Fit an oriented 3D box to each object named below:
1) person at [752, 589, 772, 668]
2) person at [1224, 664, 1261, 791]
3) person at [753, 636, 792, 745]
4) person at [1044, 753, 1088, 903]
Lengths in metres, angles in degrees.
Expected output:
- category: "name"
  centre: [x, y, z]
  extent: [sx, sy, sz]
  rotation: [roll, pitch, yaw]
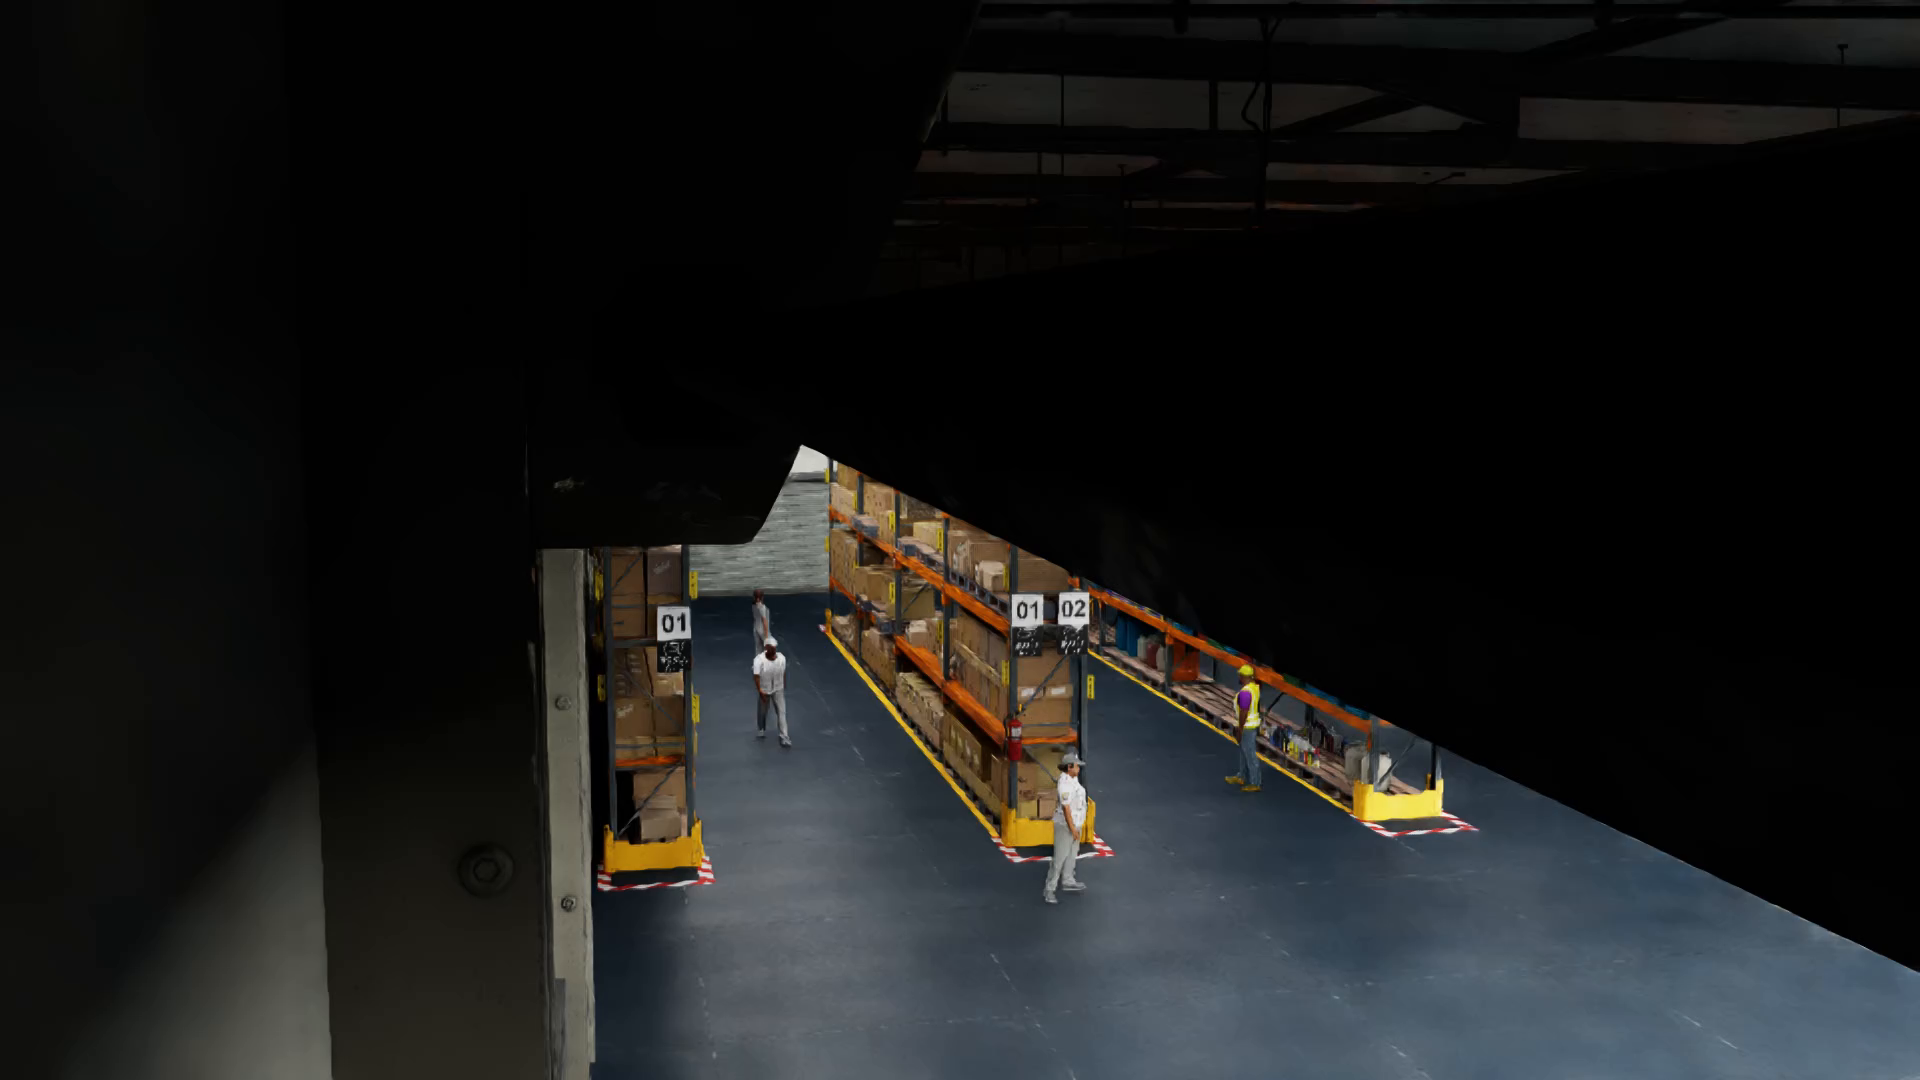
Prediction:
- category: "person"
  centre: [-3.772, 1.759, 31.561]
  extent: [0.413, 1.671, 0.492]
  rotation: [-5, 8, -37]
- category: "person"
  centre: [4.039, 2.638, 23.644]
  extent: [0.565, 1.765, 0.672]
  rotation: [2, 7, 19]
- category: "person"
  centre: [-2.993, 2.349, 26.267]
  extent: [0.571, 1.683, 1.033]
  rotation: [-3, 7, -20]
- category: "person"
  centre: [1.206, 3.260, 18.994]
  extent: [0.451, 1.663, 0.684]
  rotation: [2, 7, 14]
